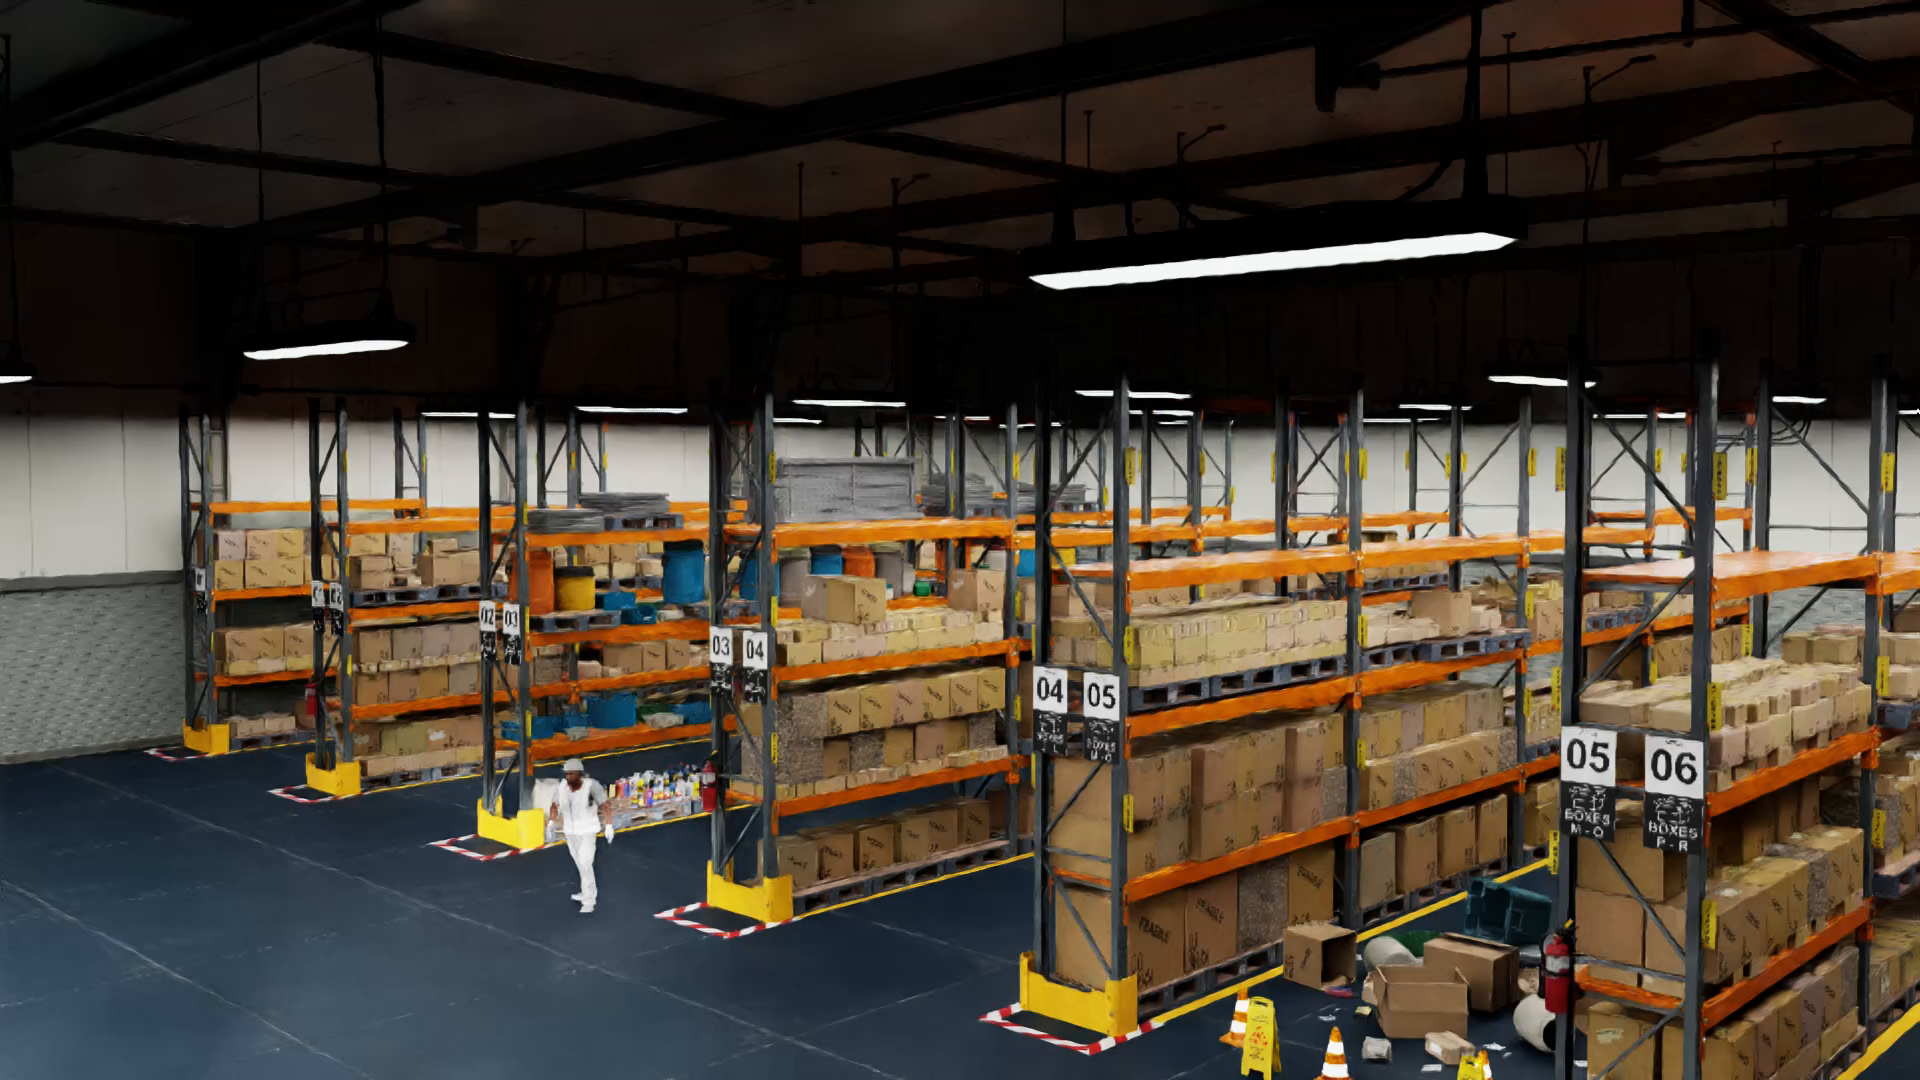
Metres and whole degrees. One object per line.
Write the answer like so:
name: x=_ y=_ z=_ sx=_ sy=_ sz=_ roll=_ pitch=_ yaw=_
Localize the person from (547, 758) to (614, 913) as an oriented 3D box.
person: x=-4.287 y=3.302 z=18.854 sx=0.704 sy=1.716 sz=0.810 roll=1 pitch=3 yaw=25
